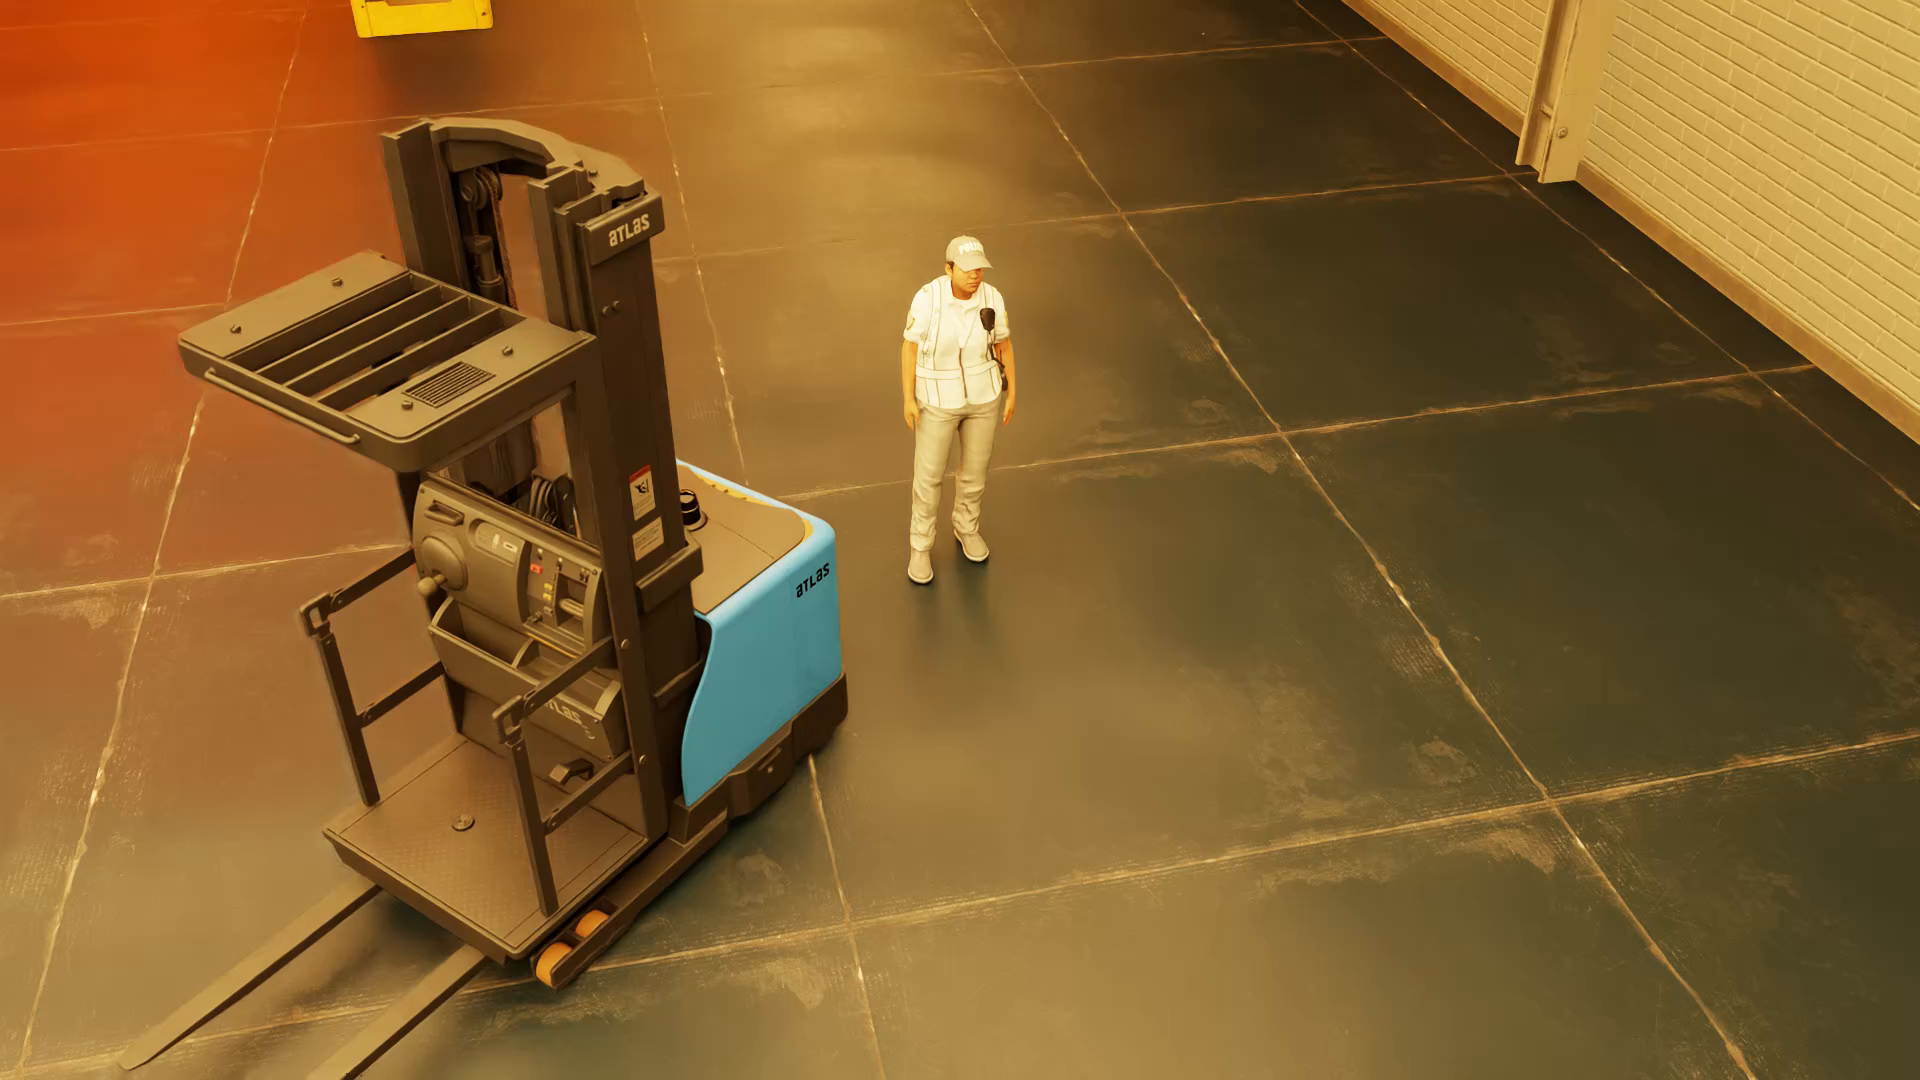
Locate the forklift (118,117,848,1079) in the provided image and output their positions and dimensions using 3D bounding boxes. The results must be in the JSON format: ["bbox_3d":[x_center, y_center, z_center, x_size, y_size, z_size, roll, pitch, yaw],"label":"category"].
[{"bbox_3d":[-1.749,0.165,5.821,1.130,2.935,3.031,22,41,28],"label":"forklift"}]

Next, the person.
[{"bbox_3d":[-0.005,-0.635,8.004,0.598,1.670,0.529,-8,36,-11],"label":"person"}]
